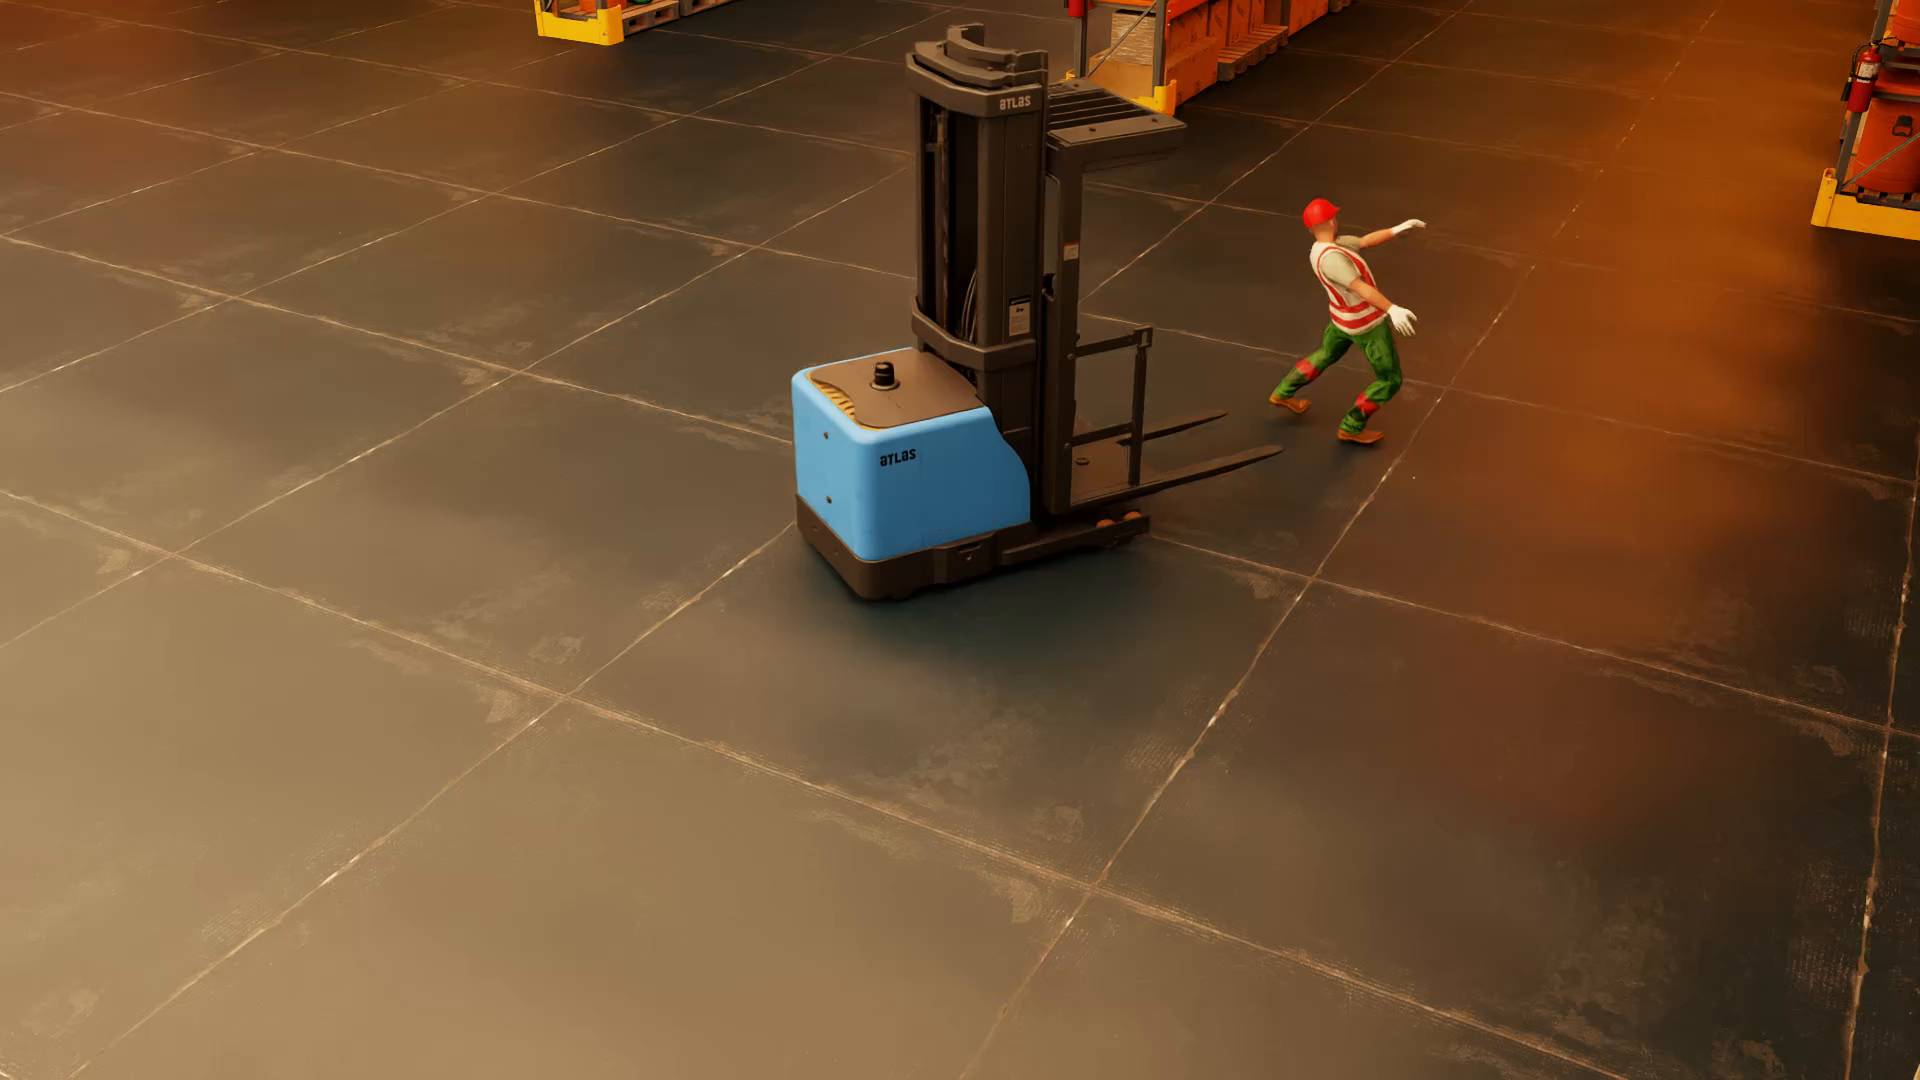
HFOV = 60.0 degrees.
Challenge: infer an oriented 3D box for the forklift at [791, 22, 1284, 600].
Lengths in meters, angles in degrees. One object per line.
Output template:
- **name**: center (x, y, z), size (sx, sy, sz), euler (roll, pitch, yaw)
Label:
- **forklift**: center (0.564, -1.443, 9.571), size (3.031, 2.935, 1.130), euler (-15, 33, -24)

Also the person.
- **person**: center (2.628, -1.380, 10.798), size (0.808, 1.557, 0.997), euler (-9, 31, -14)
